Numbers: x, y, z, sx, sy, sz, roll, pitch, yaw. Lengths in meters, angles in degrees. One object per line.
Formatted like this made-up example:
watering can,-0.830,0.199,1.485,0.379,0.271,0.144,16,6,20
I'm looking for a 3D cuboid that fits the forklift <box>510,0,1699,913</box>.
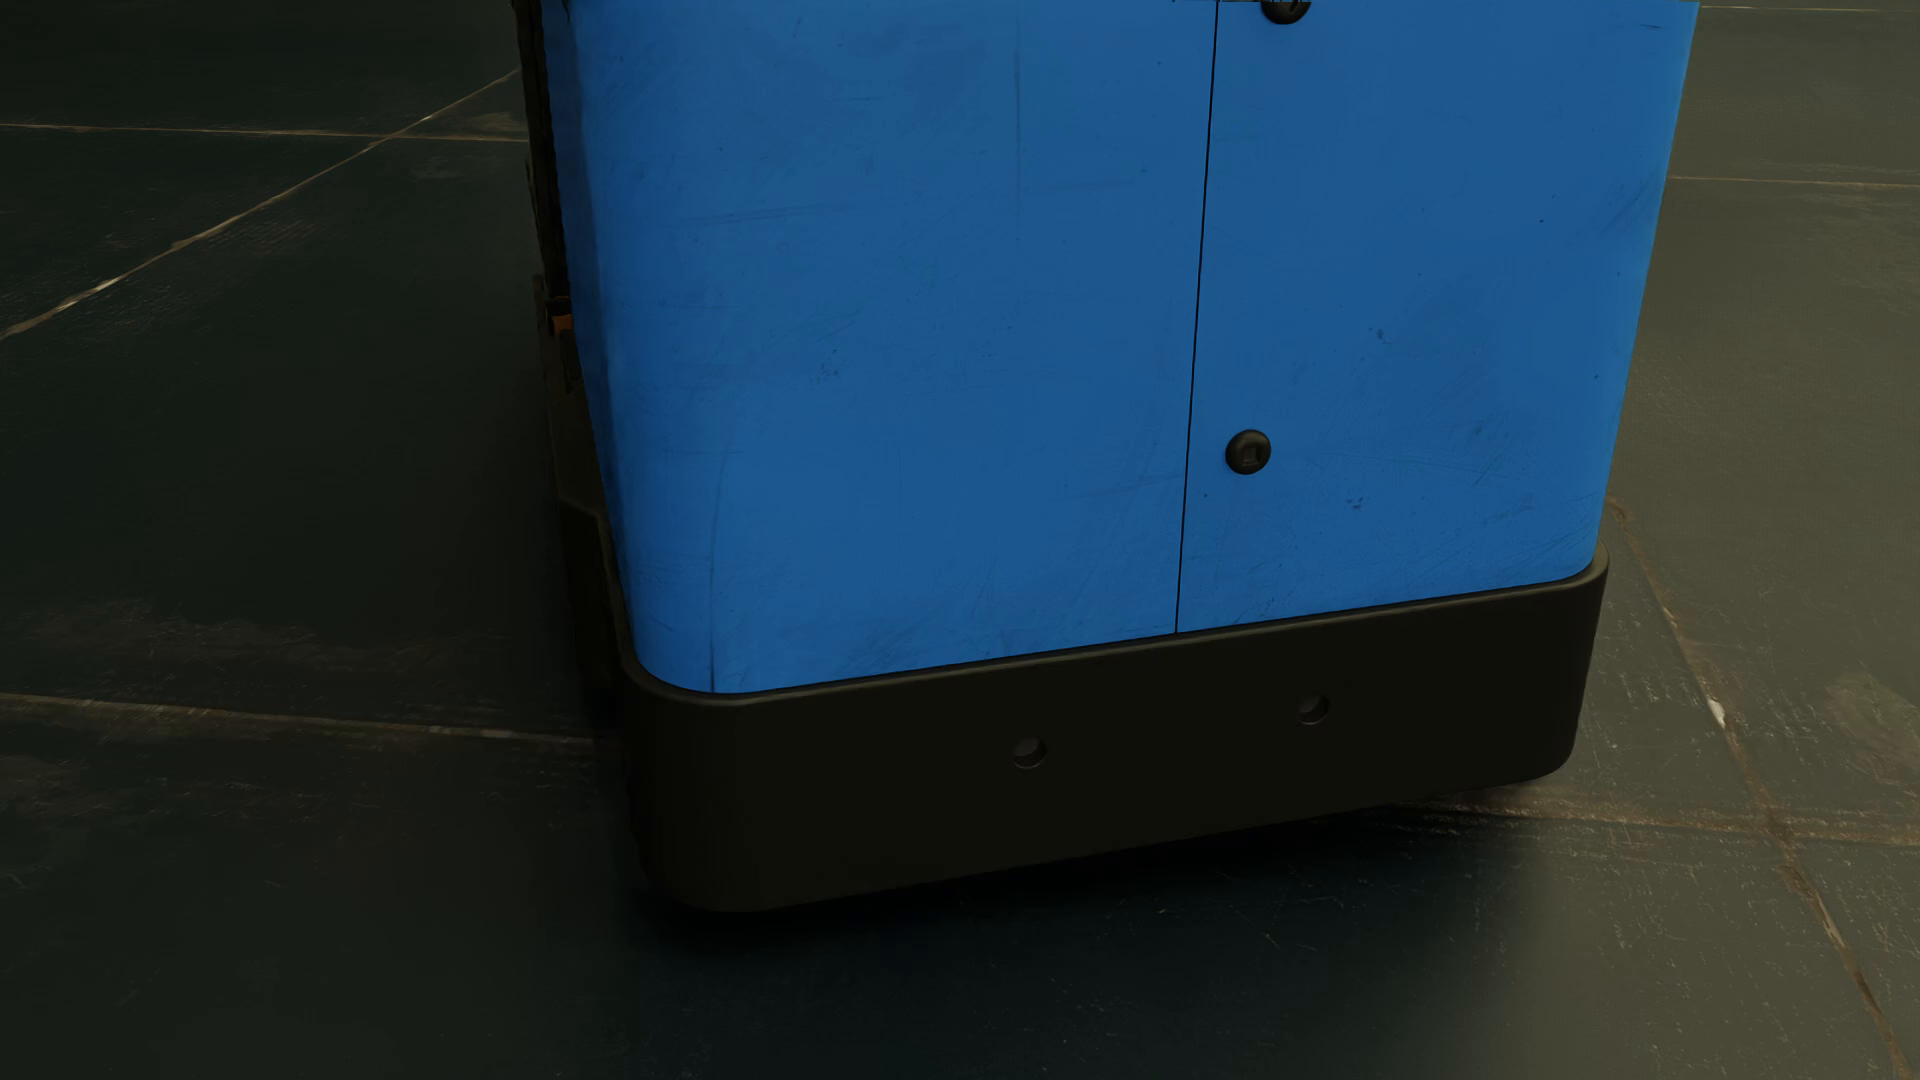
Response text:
forklift,-0.182,-1.588,2.400,1.130,2.935,3.031,-7,27,-14
